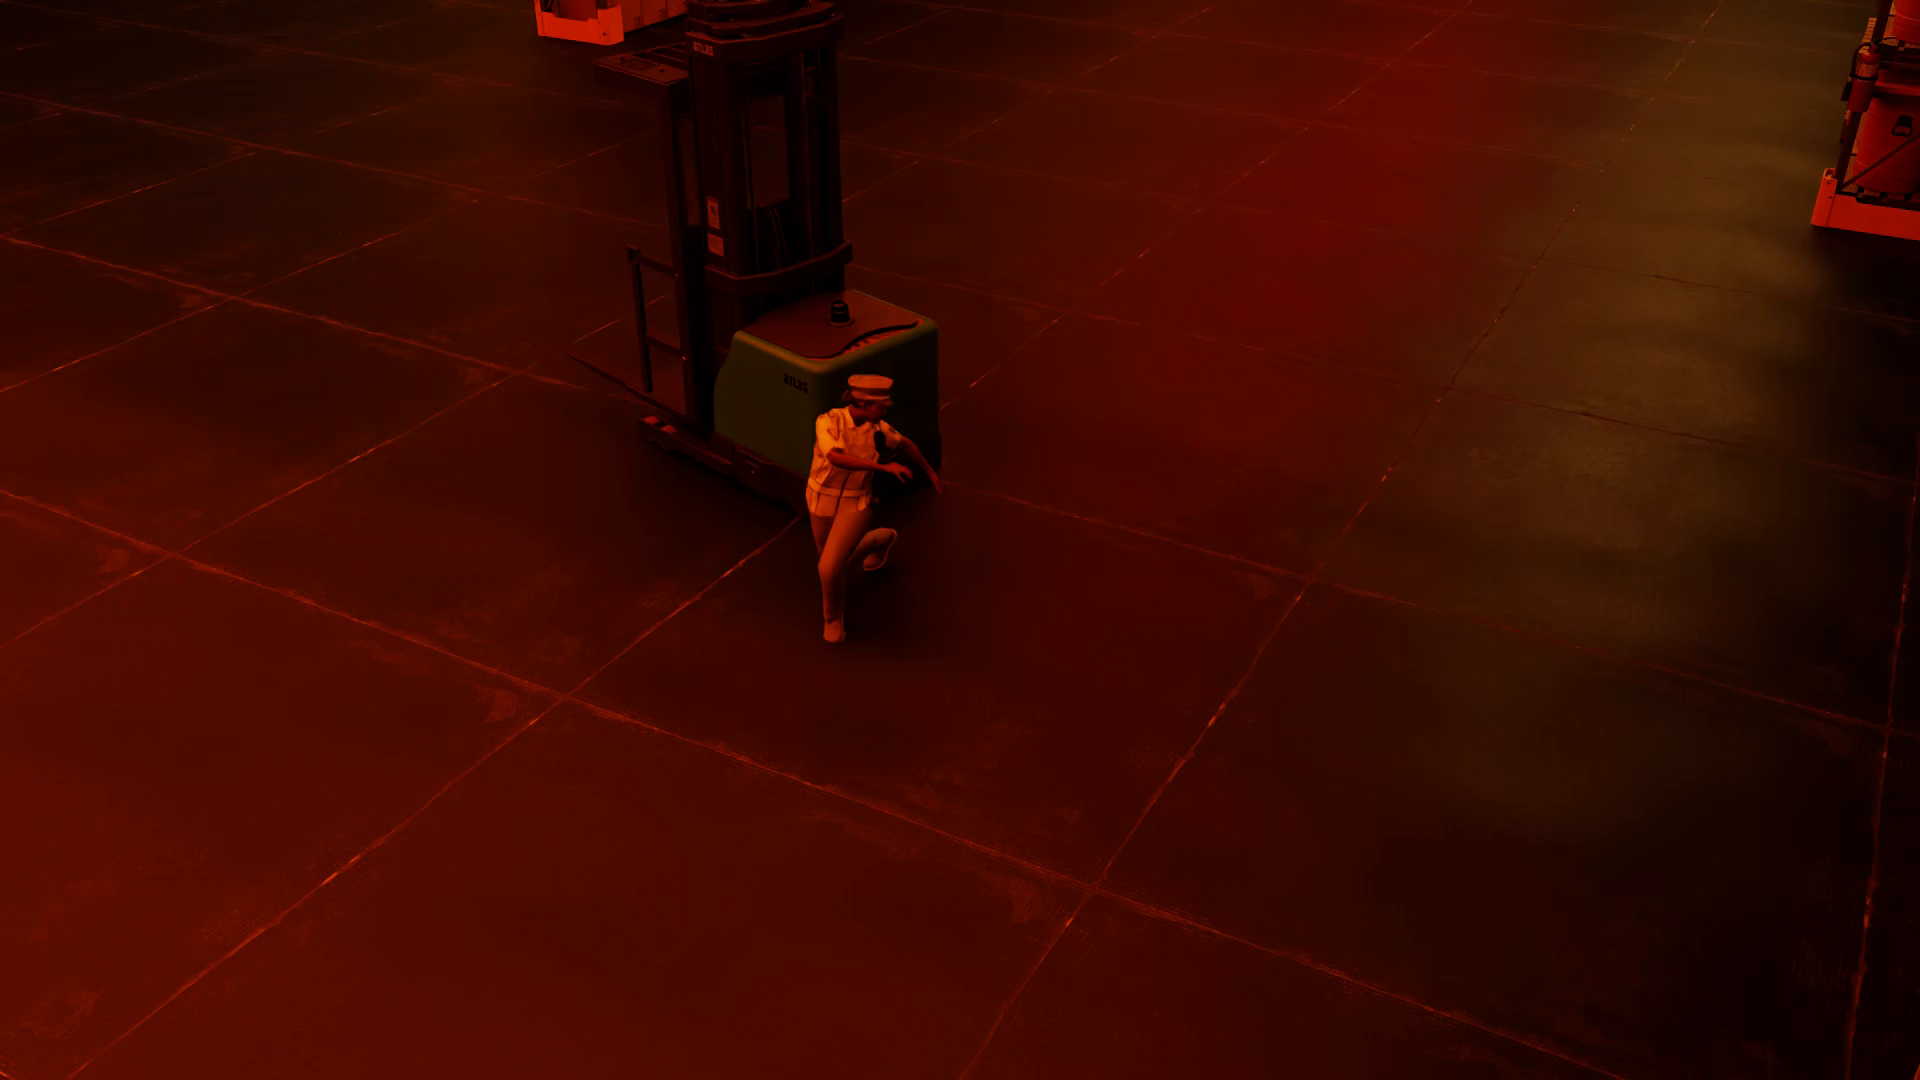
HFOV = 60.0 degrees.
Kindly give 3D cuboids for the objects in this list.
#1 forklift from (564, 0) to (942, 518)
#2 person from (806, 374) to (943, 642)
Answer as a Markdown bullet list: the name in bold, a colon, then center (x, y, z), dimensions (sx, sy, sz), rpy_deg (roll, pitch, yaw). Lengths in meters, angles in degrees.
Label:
- **forklift**: center (-1.523, -2.026, 10.581), dimensions (3.031, 2.935, 1.130), rpy_deg (26, 39, 37)
- **person**: center (-0.487, -0.228, 9.061), dimensions (0.694, 1.438, 0.916), rpy_deg (5, 30, 8)
